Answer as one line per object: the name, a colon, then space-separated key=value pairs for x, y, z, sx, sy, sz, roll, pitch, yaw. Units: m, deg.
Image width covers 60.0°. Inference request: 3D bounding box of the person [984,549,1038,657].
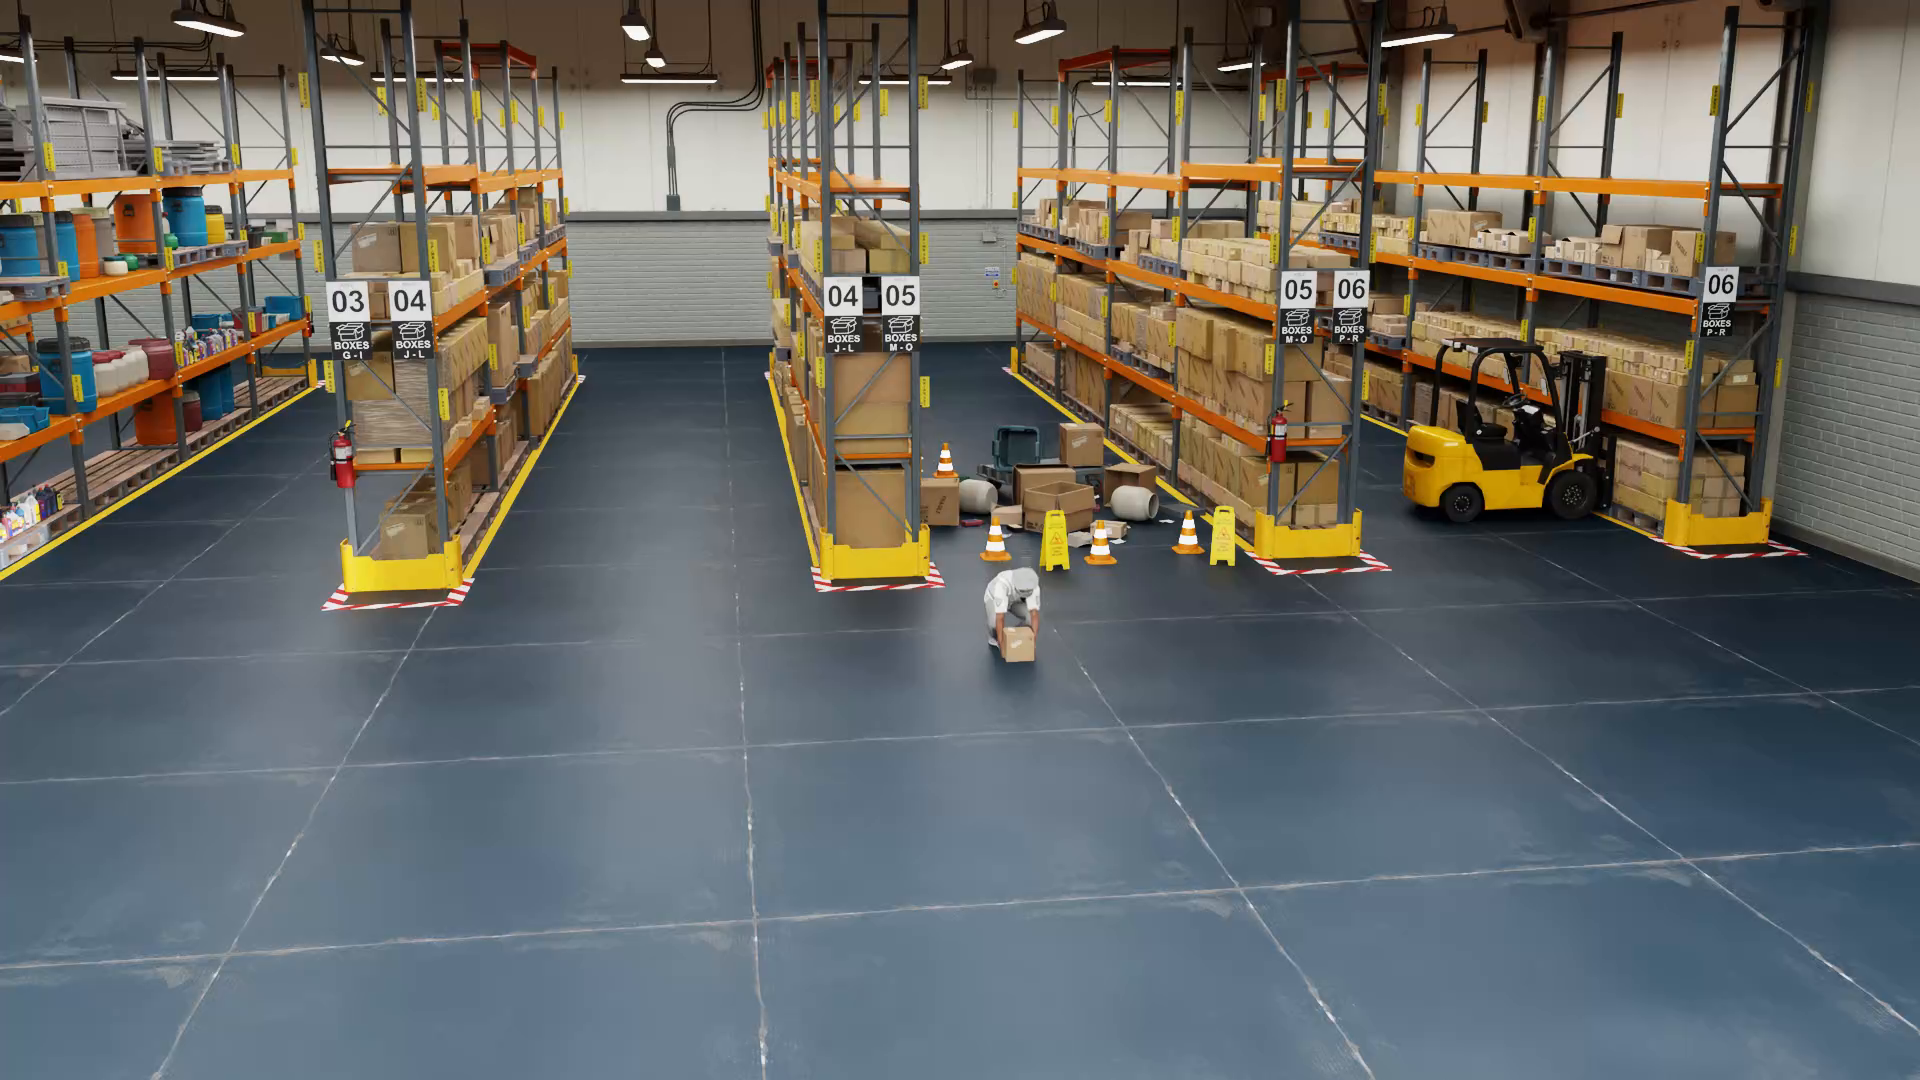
person: x=0.485 y=0.566 z=15.297 sx=0.469 sy=0.881 sz=0.904 roll=-3 pitch=14 yaw=-11
